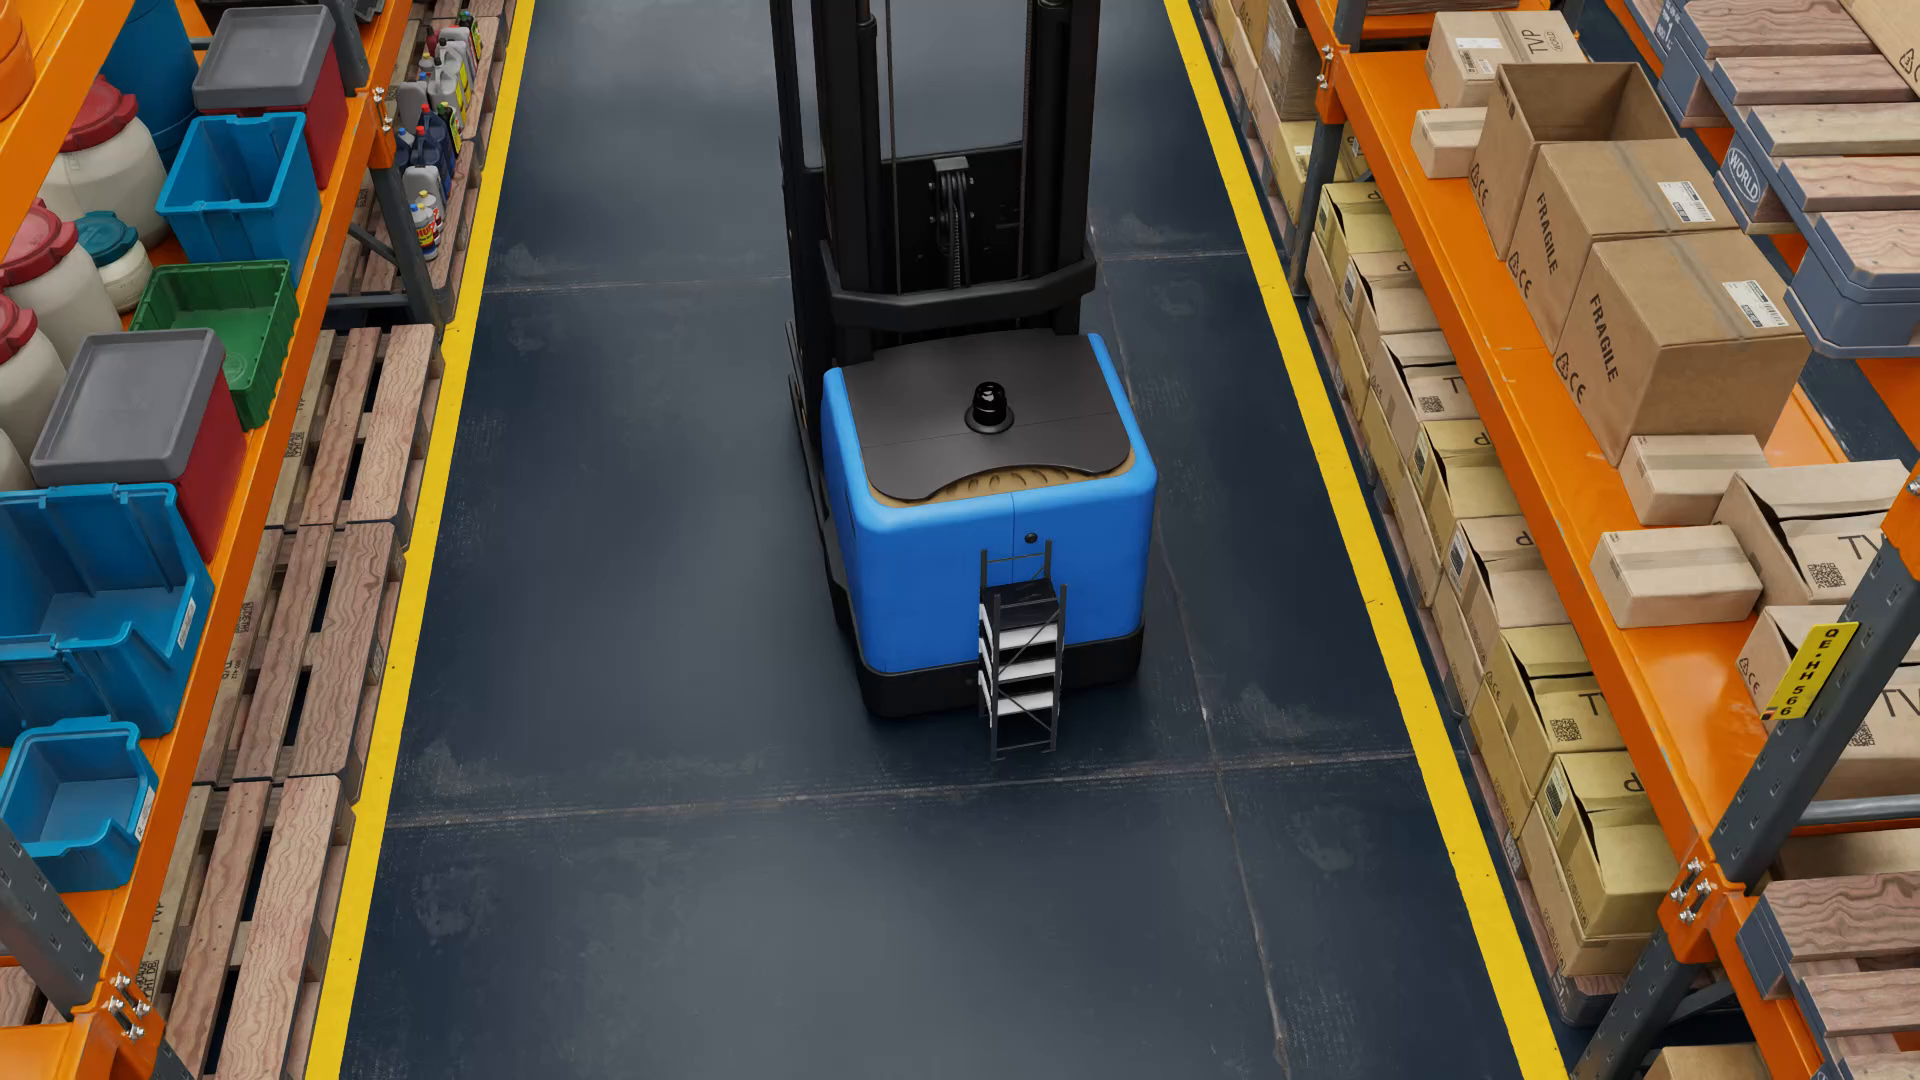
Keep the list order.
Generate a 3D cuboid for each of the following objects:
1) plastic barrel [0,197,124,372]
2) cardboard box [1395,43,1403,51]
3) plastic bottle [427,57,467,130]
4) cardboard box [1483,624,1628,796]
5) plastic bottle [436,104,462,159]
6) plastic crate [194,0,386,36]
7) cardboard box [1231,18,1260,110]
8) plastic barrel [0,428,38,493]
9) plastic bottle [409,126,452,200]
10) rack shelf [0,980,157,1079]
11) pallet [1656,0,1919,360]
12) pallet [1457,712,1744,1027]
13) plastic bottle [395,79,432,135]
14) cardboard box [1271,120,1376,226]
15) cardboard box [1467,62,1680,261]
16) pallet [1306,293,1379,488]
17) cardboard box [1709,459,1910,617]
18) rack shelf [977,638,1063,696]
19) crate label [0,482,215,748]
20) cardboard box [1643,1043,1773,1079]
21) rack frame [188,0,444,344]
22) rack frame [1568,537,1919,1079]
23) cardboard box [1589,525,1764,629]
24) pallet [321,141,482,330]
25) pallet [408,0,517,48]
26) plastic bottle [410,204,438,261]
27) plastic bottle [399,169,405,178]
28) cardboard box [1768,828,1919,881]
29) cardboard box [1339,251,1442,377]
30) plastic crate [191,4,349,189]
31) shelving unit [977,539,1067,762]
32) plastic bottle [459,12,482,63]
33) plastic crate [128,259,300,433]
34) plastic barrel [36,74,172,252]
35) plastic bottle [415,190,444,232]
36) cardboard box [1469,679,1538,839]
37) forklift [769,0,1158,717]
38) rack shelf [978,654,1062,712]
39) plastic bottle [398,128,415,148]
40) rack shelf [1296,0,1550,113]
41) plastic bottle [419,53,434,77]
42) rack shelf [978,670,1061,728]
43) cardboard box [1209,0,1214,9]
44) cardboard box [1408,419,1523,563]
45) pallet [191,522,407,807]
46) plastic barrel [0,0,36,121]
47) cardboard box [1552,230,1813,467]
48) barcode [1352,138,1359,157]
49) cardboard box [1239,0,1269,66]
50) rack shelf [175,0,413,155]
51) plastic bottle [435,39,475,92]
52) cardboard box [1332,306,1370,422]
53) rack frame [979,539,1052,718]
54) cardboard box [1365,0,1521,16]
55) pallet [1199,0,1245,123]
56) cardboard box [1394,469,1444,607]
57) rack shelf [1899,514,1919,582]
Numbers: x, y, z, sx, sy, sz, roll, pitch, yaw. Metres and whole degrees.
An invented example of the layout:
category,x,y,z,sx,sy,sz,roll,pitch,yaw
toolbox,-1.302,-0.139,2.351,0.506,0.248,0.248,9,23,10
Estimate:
category,x,y,z,sx,sy,sz,roll,pitch,yaw
plastic barrel,-2.953,-0.755,5.306,0.433,0.535,0.433,0,47,0
cardboard box,2.284,-2.416,8.060,0.500,0.500,0.500,-3,47,-3
plastic bottle,-2.581,-2.239,8.326,0.144,0.351,0.185,-4,47,-4
cardboard box,2.056,0.519,5.411,0.500,0.311,0.500,-4,47,-4
plastic bottle,-2.518,-2.030,8.175,0.061,0.283,0.133,-2,47,-2
plastic crate,-2.793,-2.310,6.915,0.767,0.338,0.504,-3,47,-3
cardboard box,1.715,-2.488,8.645,0.500,0.250,0.500,-3,47,-3
plastic barrel,-2.875,-0.126,4.726,0.421,0.512,0.421,0,47,0
plastic bottle,-2.530,-1.795,7.905,0.144,0.351,0.185,-2,47,-2
rack shelf,-2.374,2.643,2.676,1.077,0.370,4.000,-3,47,-3
pallet,2.249,-0.801,3.507,1.213,0.211,1.003,-2,47,-1
pallet,2.365,1.011,5.647,1.003,0.211,1.213,-3,47,-3
plastic bottle,-2.727,-2.186,8.327,0.152,0.276,0.135,-3,47,-3
cardboard box,1.804,-1.765,7.960,0.500,0.250,0.500,-3,47,-3
cardboard box,2.152,-1.340,5.884,0.500,0.500,0.500,0,47,0
pallet,2.161,-0.754,7.319,1.003,0.211,1.213,-3,47,-3
cardboard box,2.513,0.022,4.724,0.500,0.311,0.500,-4,47,-4
rack shelf,0.208,0.421,5.777,0.258,0.077,0.200,-9,47,-8
crate label,-2.355,0.202,4.469,0.502,0.435,0.616,-3,47,-3
cardboard box,2.148,1.706,4.487,0.500,0.500,0.500,-2,47,-2
rack frame,-2.876,-1.945,6.526,1.000,3.000,0.127,-3,47,-3
rack frame,2.395,0.651,4.068,1.000,3.000,0.127,-3,47,-3
cardboard box,2.045,0.103,4.759,0.380,0.149,0.250,-3,47,-3
pallet,-2.891,-1.475,8.001,1.003,0.211,1.213,-3,47,-3
pallet,-3.095,-3.240,9.673,1.003,0.211,1.213,-3,47,-3
plastic bottle,-2.466,-1.415,7.601,0.097,0.271,0.097,0,47,0
plastic bottle,-2.626,-1.645,7.810,0.061,0.283,0.133,-3,47,-3
cardboard box,2.644,0.862,5.086,0.500,0.311,0.500,-2,47,-2
cardboard box,1.883,-0.959,6.810,0.500,0.311,0.500,-4,47,-4
plastic crate,-2.531,-1.635,6.189,0.402,0.464,0.583,-3,47,-3
shelving unit,0.208,0.398,5.753,0.258,0.900,0.210,-9,47,-8
plastic bottle,-2.592,-2.671,8.781,0.061,0.283,0.133,-2,47,-2
plastic crate,-2.449,-0.629,5.426,0.450,0.188,0.662,-3,47,-3
plastic barrel,-3.014,-1.286,5.809,0.433,0.535,0.433,0,47,0
plastic bottle,-2.483,-1.538,7.765,0.097,0.201,0.097,0,47,0
cardboard box,2.061,0.713,5.613,0.500,0.250,0.500,-4,47,-4
forklift,-0.127,-1.454,6.108,1.130,2.935,3.031,-9,47,-8
rack shelf,0.208,0.483,5.843,0.258,0.077,0.200,-9,47,-8
plastic bottle,-2.662,-1.865,8.026,0.097,0.271,0.097,0,47,0
rack shelf,1.893,-3.443,8.440,1.077,0.370,4.000,-3,47,-3
plastic bottle,-2.738,-2.421,8.601,0.097,0.201,0.097,0,47,0
rack shelf,0.208,0.545,5.908,0.258,0.077,0.200,-9,47,-8
cardboard box,1.636,-3.212,9.330,0.500,0.250,0.500,-3,47,-3
cardboard box,1.977,-0.209,6.100,0.500,0.311,0.500,-2,47,-2
pallet,-2.666,0.464,6.165,1.003,0.211,1.213,-3,47,-3
plastic barrel,-2.448,-1.311,3.564,0.600,0.830,0.708,-3,47,-3
cardboard box,2.238,-0.597,5.180,0.500,0.500,0.500,-6,47,-5
barcode,1.667,-1.655,7.009,0.001,0.075,0.075,-3,47,-3
cardboard box,1.728,-2.746,8.373,0.500,0.500,0.500,-3,47,-3
rack shelf,-3.043,-3.145,8.158,1.077,0.370,4.000,-3,47,-3
plastic bottle,-2.615,-2.467,8.594,0.152,0.276,0.135,-5,47,-4
cardboard box,1.889,-0.766,7.014,0.500,0.250,0.500,-2,47,-2
rack frame,0.187,0.326,5.822,0.240,0.900,0.006,-9,47,-8
cardboard box,2.017,-2.598,7.076,0.700,0.500,0.500,-5,47,-4
pallet,1.930,-2.747,9.206,1.003,0.211,1.213,-3,47,-3
cardboard box,1.976,-0.023,6.310,0.500,0.250,0.500,-3,47,-3
rack shelf,2.563,1.314,1.870,1.077,0.370,4.000,-3,47,-3
